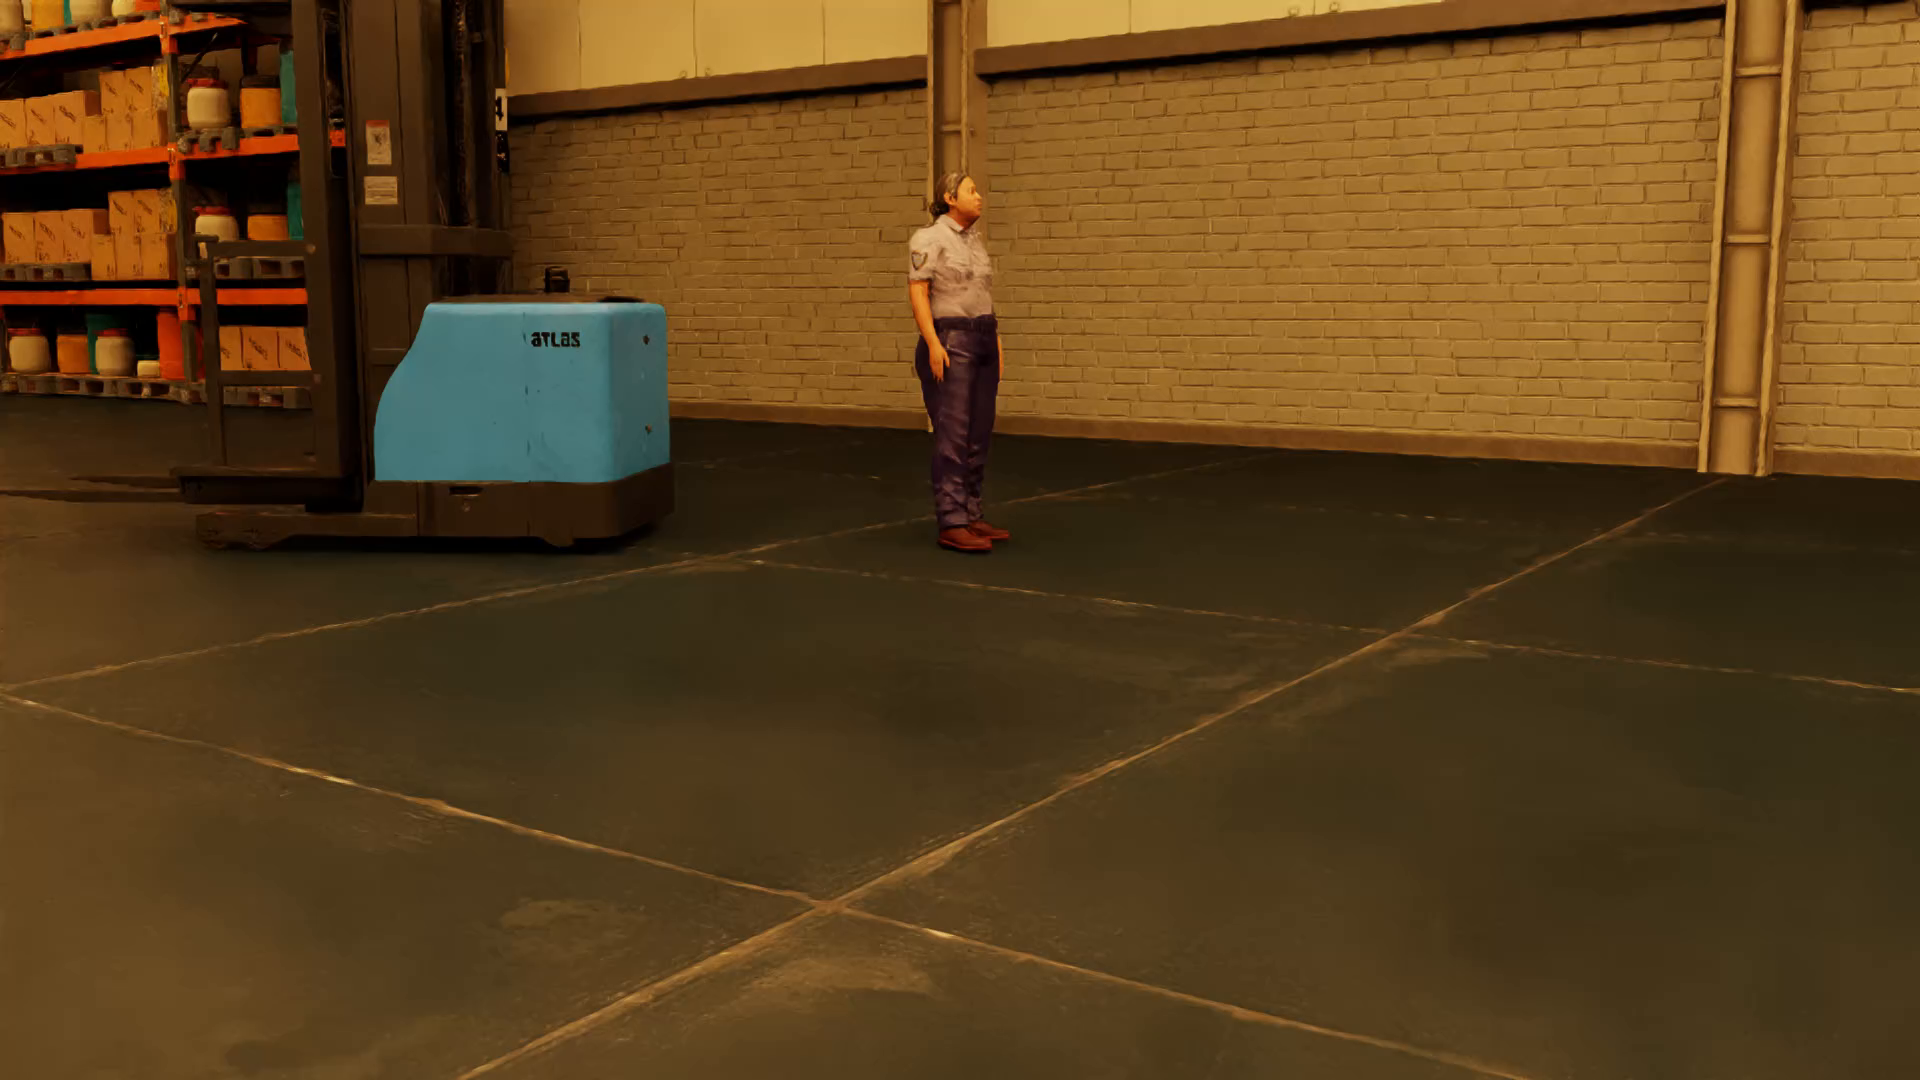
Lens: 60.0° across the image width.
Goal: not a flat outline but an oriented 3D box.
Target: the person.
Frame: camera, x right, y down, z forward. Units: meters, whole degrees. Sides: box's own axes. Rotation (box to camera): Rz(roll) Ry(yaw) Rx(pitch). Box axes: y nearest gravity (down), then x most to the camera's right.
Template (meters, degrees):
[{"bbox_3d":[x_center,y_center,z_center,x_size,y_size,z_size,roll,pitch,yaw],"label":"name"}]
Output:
[{"bbox_3d":[0.062,-0.808,7.419,0.502,1.640,0.599,5,10,34],"label":"person"}]

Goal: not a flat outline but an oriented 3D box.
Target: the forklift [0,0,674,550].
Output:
[{"bbox_3d":[-2.939,-1.481,7.605,3.031,2.935,1.130,1,8,6],"label":"forklift"}]
